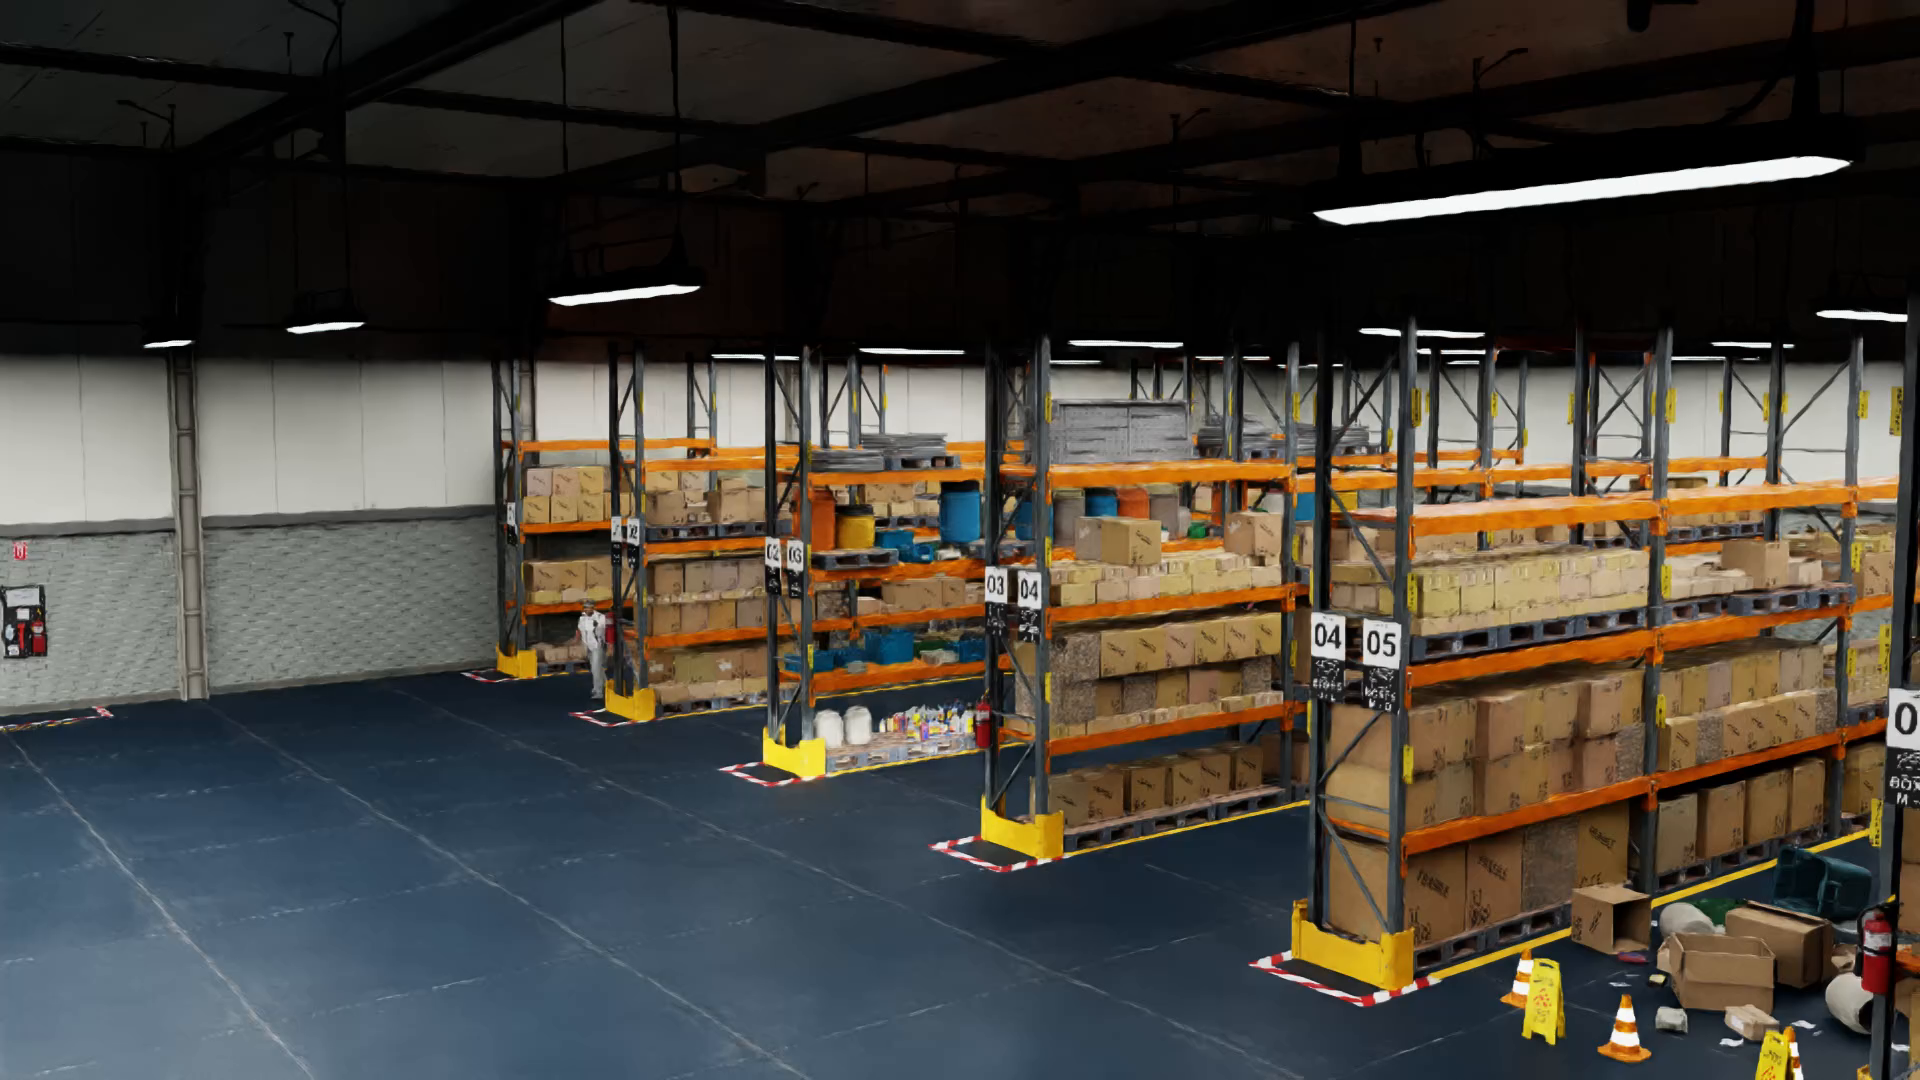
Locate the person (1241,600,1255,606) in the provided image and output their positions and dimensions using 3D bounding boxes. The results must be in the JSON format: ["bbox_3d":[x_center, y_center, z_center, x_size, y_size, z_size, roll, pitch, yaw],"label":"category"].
[{"bbox_3d":[5.356,1.597,30.338,0.685,1.772,0.636,-1,5,-11],"label":"person"}]

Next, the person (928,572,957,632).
[{"bbox_3d":[-0.364,1.414,32.862,1.127,1.707,0.563,-4,6,-39],"label":"person"}]

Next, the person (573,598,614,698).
[{"bbox_3d":[-6.212,1.820,28.403,0.701,1.692,0.815,3,6,33],"label":"person"}]
